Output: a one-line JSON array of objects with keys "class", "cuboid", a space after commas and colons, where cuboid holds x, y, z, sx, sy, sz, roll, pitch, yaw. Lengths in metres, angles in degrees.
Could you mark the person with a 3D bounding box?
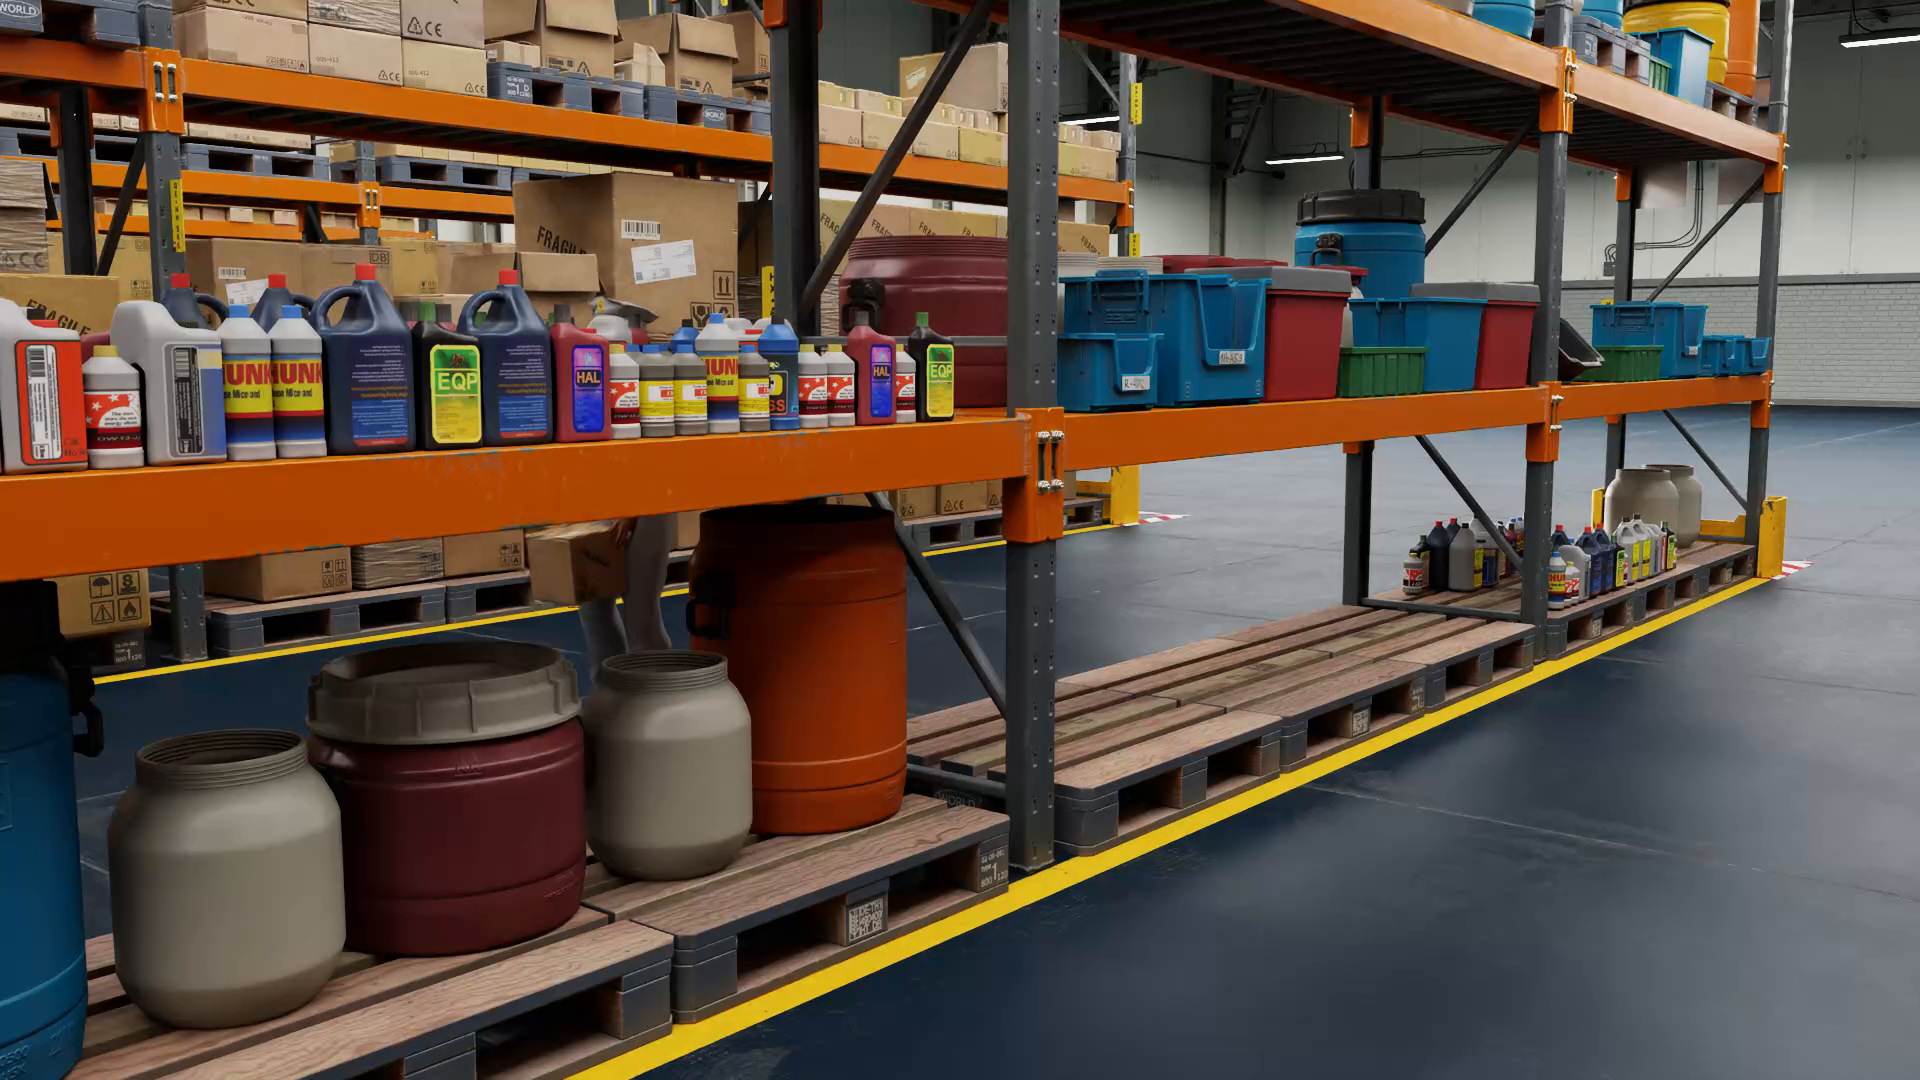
[{"class": "person", "cuboid": [-1.295, -0.089, 6.410, 0.486, 1.678, 0.389, 5, 9, 37]}]
